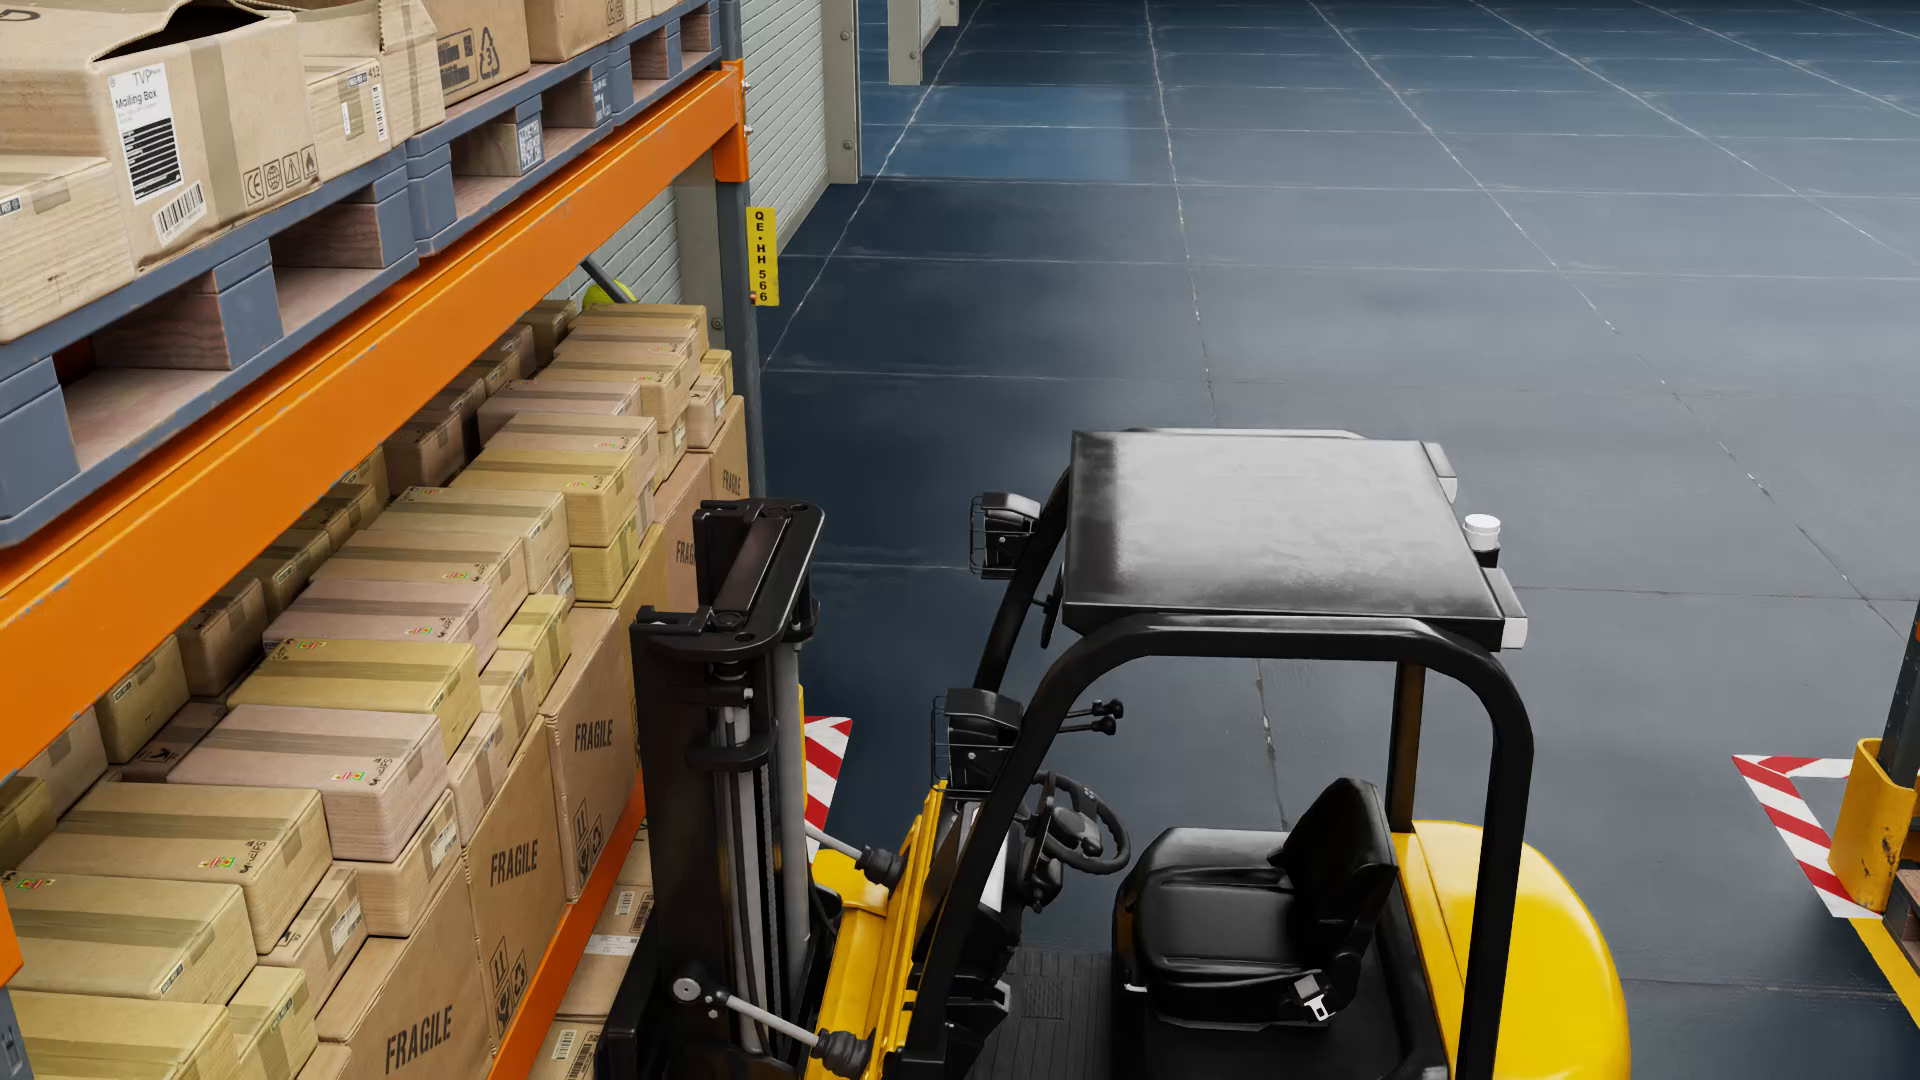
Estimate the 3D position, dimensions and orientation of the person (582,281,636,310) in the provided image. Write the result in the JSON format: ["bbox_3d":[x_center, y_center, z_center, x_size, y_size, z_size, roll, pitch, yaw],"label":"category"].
[{"bbox_3d":[-1.508,-0.260,7.103,0.711,1.740,0.619,4,25,8],"label":"person"}]
